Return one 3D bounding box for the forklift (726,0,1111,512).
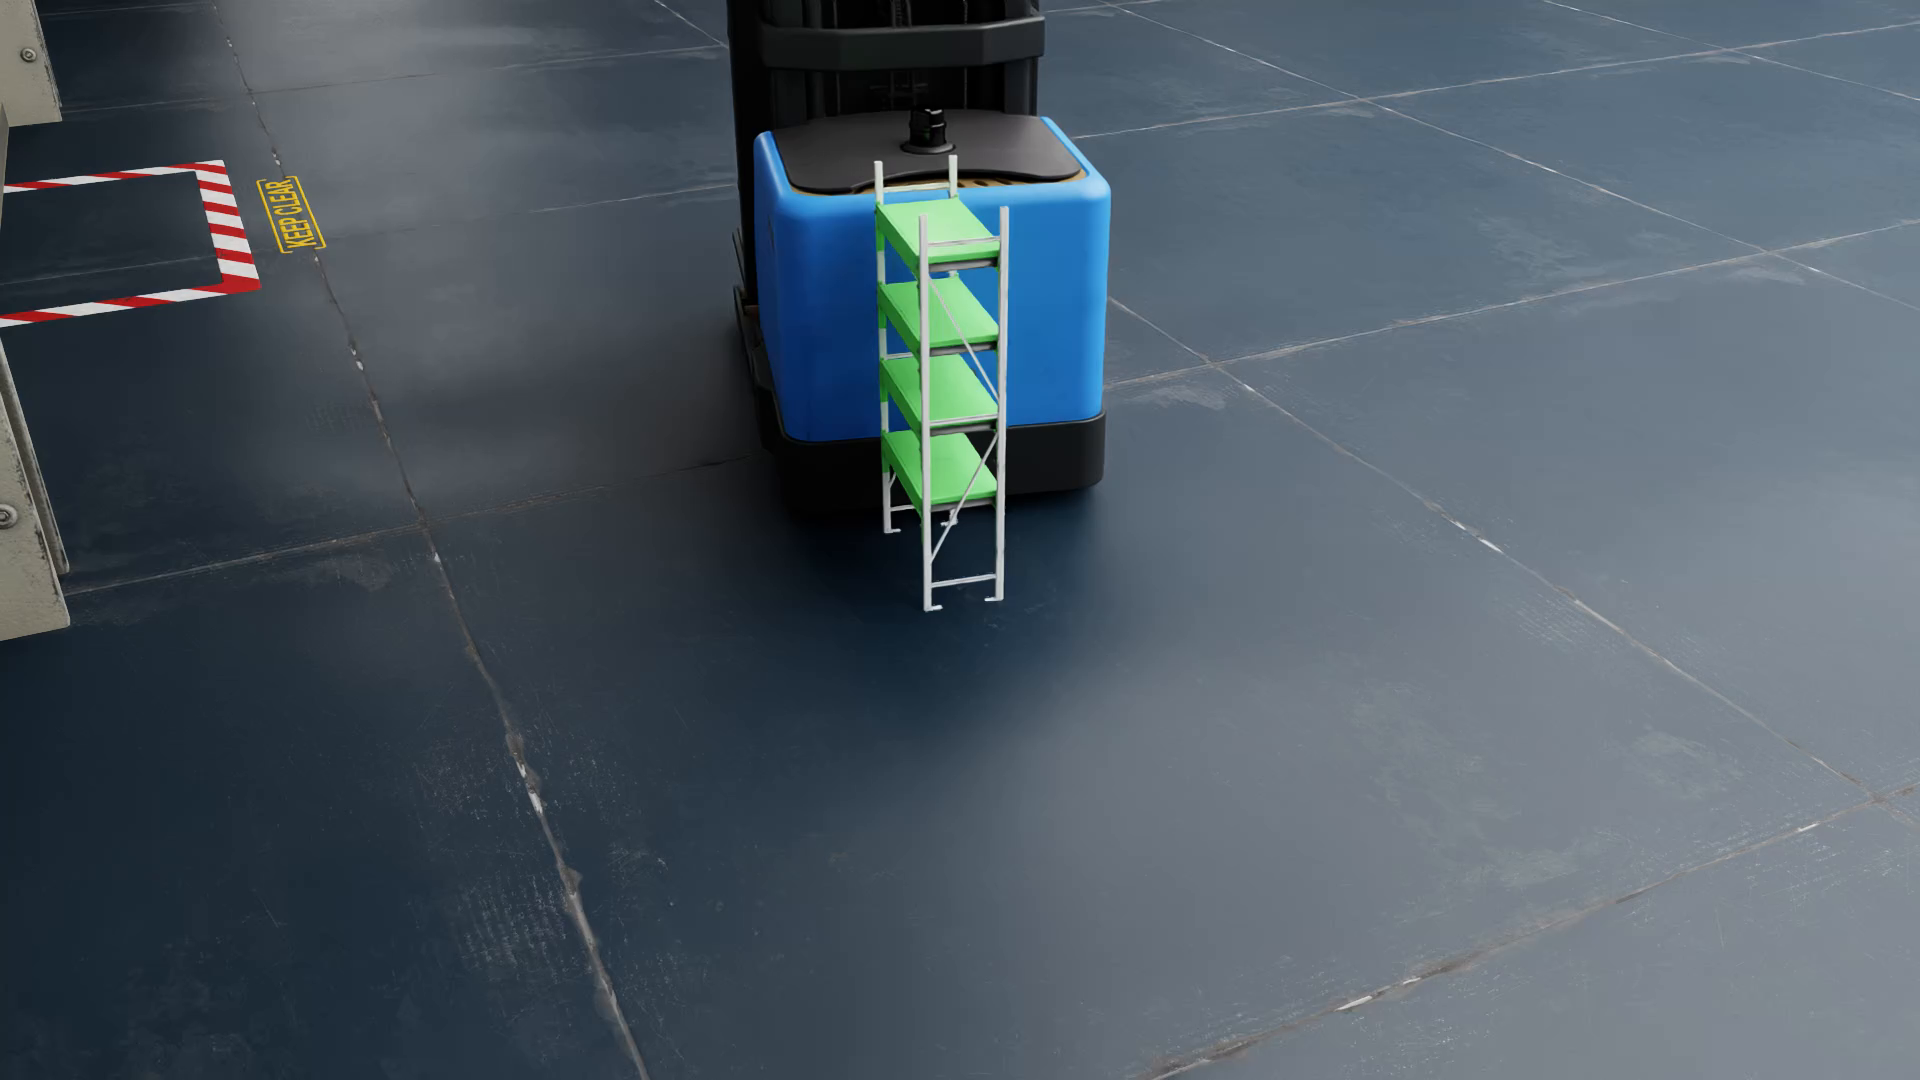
[{"bbox_3d":[-0.311,-2.070,5.944,1.130,2.935,3.031,-5,30,-9],"label":"forklift"}]

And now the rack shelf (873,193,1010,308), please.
[{"bbox_3d":[-0.058,-0.809,4.615,0.258,0.148,0.480,-8,30,-14],"label":"rack shelf"}]

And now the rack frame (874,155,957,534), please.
[{"bbox_3d":[-0.126,-0.561,5.023,0.240,1.200,0.015,-8,30,-14],"label":"rack frame"}]

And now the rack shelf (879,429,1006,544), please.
[{"bbox_3d":[-0.058,-0.181,4.967,0.258,0.148,0.480,-8,30,-14],"label":"rack shelf"}]

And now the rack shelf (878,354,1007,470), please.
[{"bbox_3d":[-0.058,-0.390,4.850,0.258,0.148,0.480,-8,30,-14],"label":"rack shelf"}]

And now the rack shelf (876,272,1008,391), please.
[{"bbox_3d":[-0.058,-0.600,4.733,0.258,0.148,0.480,-8,30,-14],"label":"rack shelf"}]

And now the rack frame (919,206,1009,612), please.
[{"bbox_3d":[0.010,-0.331,4.614,0.240,1.200,0.015,-8,30,-14],"label":"rack frame"}]

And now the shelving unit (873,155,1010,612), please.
[{"bbox_3d":[-0.058,-0.446,4.819,0.258,1.200,0.503,-8,30,-14],"label":"shelving unit"}]
